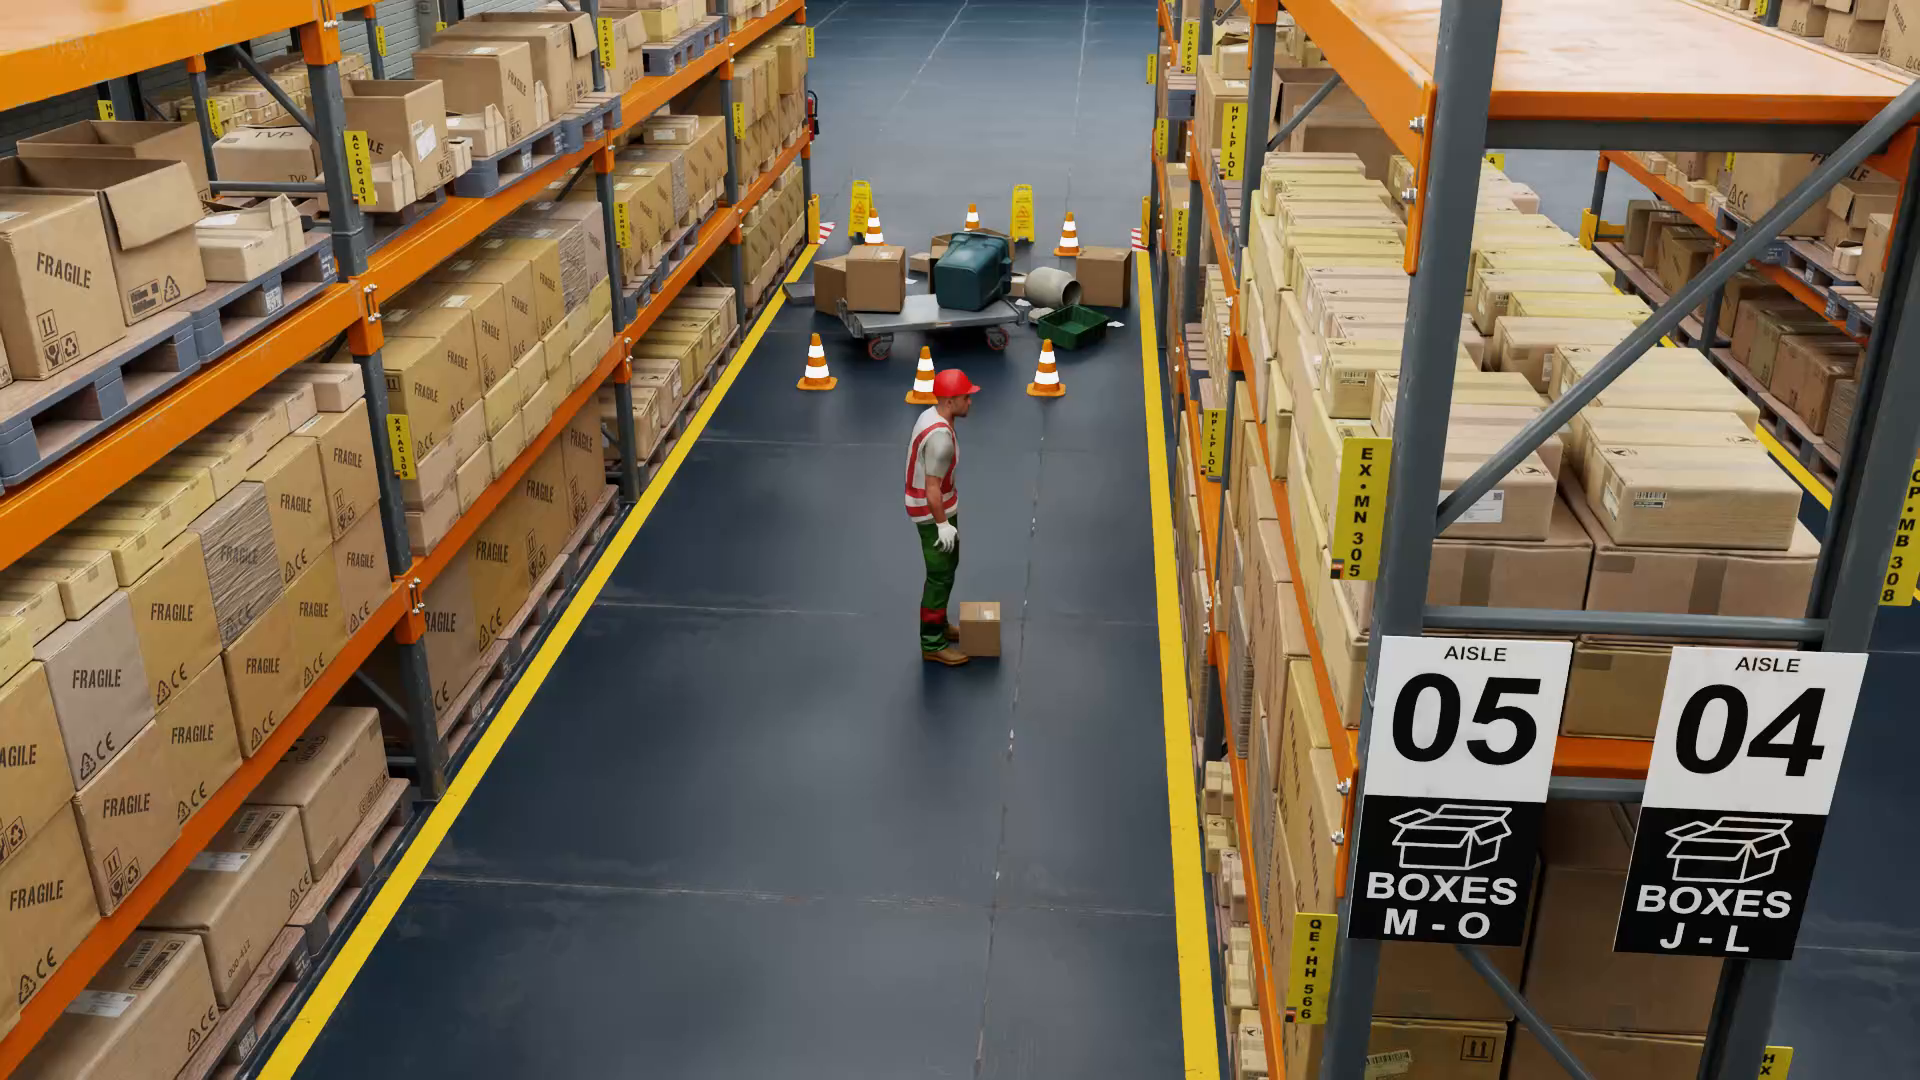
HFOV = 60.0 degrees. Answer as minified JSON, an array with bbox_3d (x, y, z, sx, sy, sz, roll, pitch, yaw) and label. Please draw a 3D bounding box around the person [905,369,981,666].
[{"bbox_3d":[-0.104,-0.162,9.944,0.447,1.780,0.620,1,24,1],"label":"person"}]
